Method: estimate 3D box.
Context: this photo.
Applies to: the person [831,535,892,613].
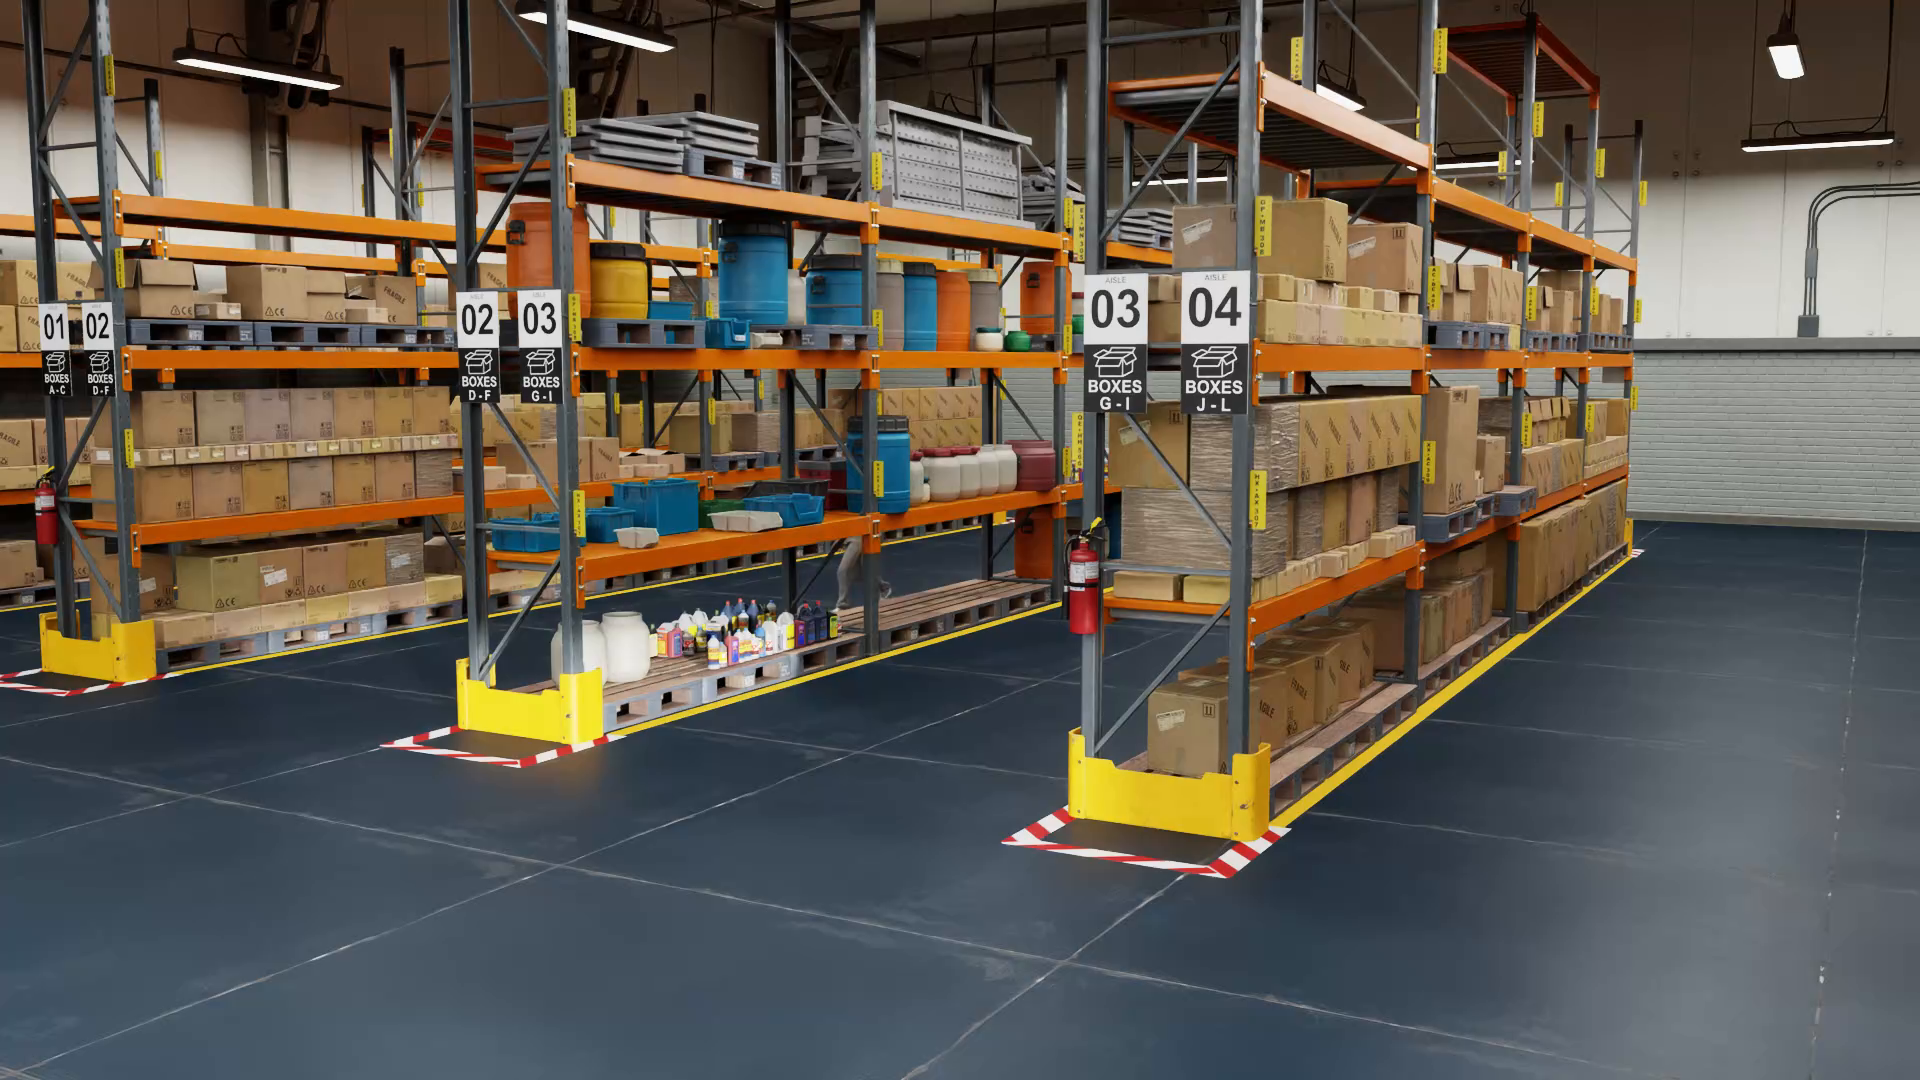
[{"bbox_3d":[-1.075,0.020,17.616,0.896,1.552,0.416,-4,7,-33],"label":"person"}]
